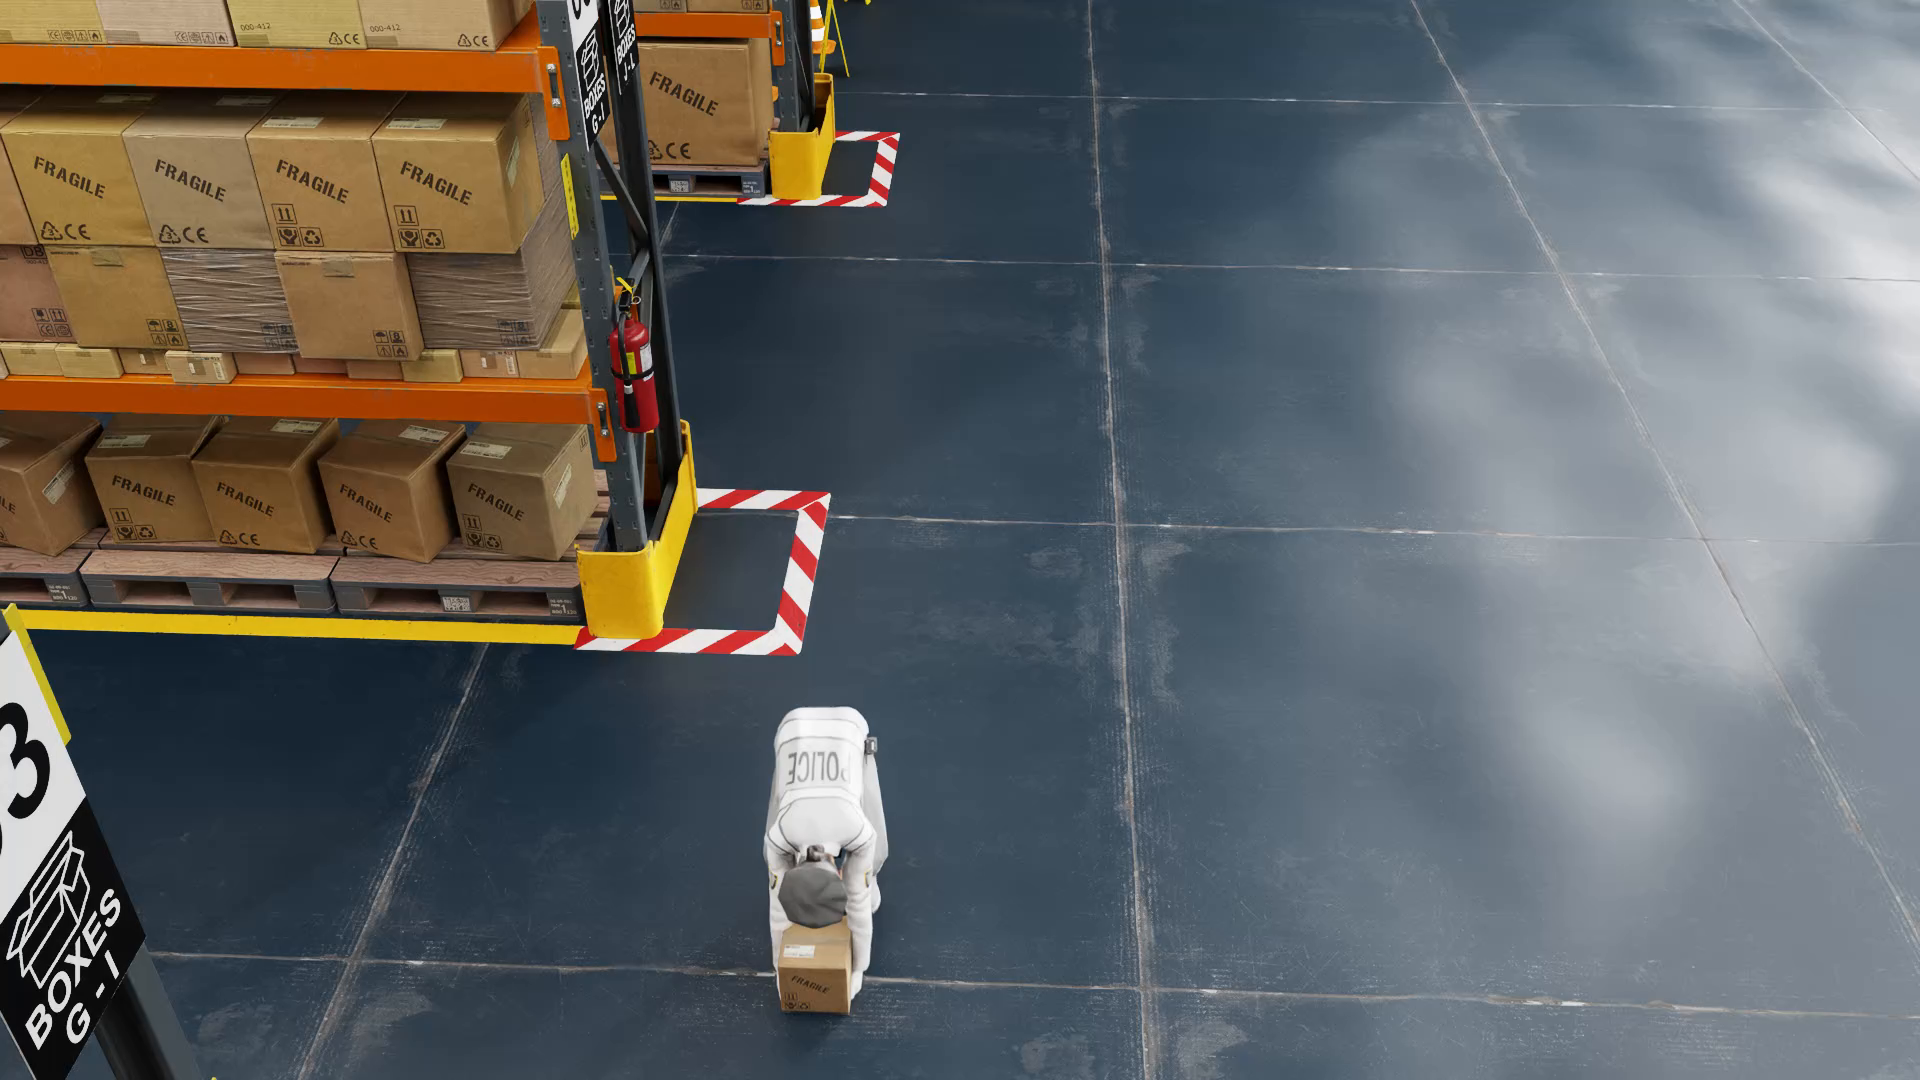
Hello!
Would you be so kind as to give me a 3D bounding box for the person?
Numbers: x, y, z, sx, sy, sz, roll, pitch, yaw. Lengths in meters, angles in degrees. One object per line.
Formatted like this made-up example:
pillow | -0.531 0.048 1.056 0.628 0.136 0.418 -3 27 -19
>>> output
person | -0.504 1.157 6.233 0.469 0.842 0.889 0 36 0
